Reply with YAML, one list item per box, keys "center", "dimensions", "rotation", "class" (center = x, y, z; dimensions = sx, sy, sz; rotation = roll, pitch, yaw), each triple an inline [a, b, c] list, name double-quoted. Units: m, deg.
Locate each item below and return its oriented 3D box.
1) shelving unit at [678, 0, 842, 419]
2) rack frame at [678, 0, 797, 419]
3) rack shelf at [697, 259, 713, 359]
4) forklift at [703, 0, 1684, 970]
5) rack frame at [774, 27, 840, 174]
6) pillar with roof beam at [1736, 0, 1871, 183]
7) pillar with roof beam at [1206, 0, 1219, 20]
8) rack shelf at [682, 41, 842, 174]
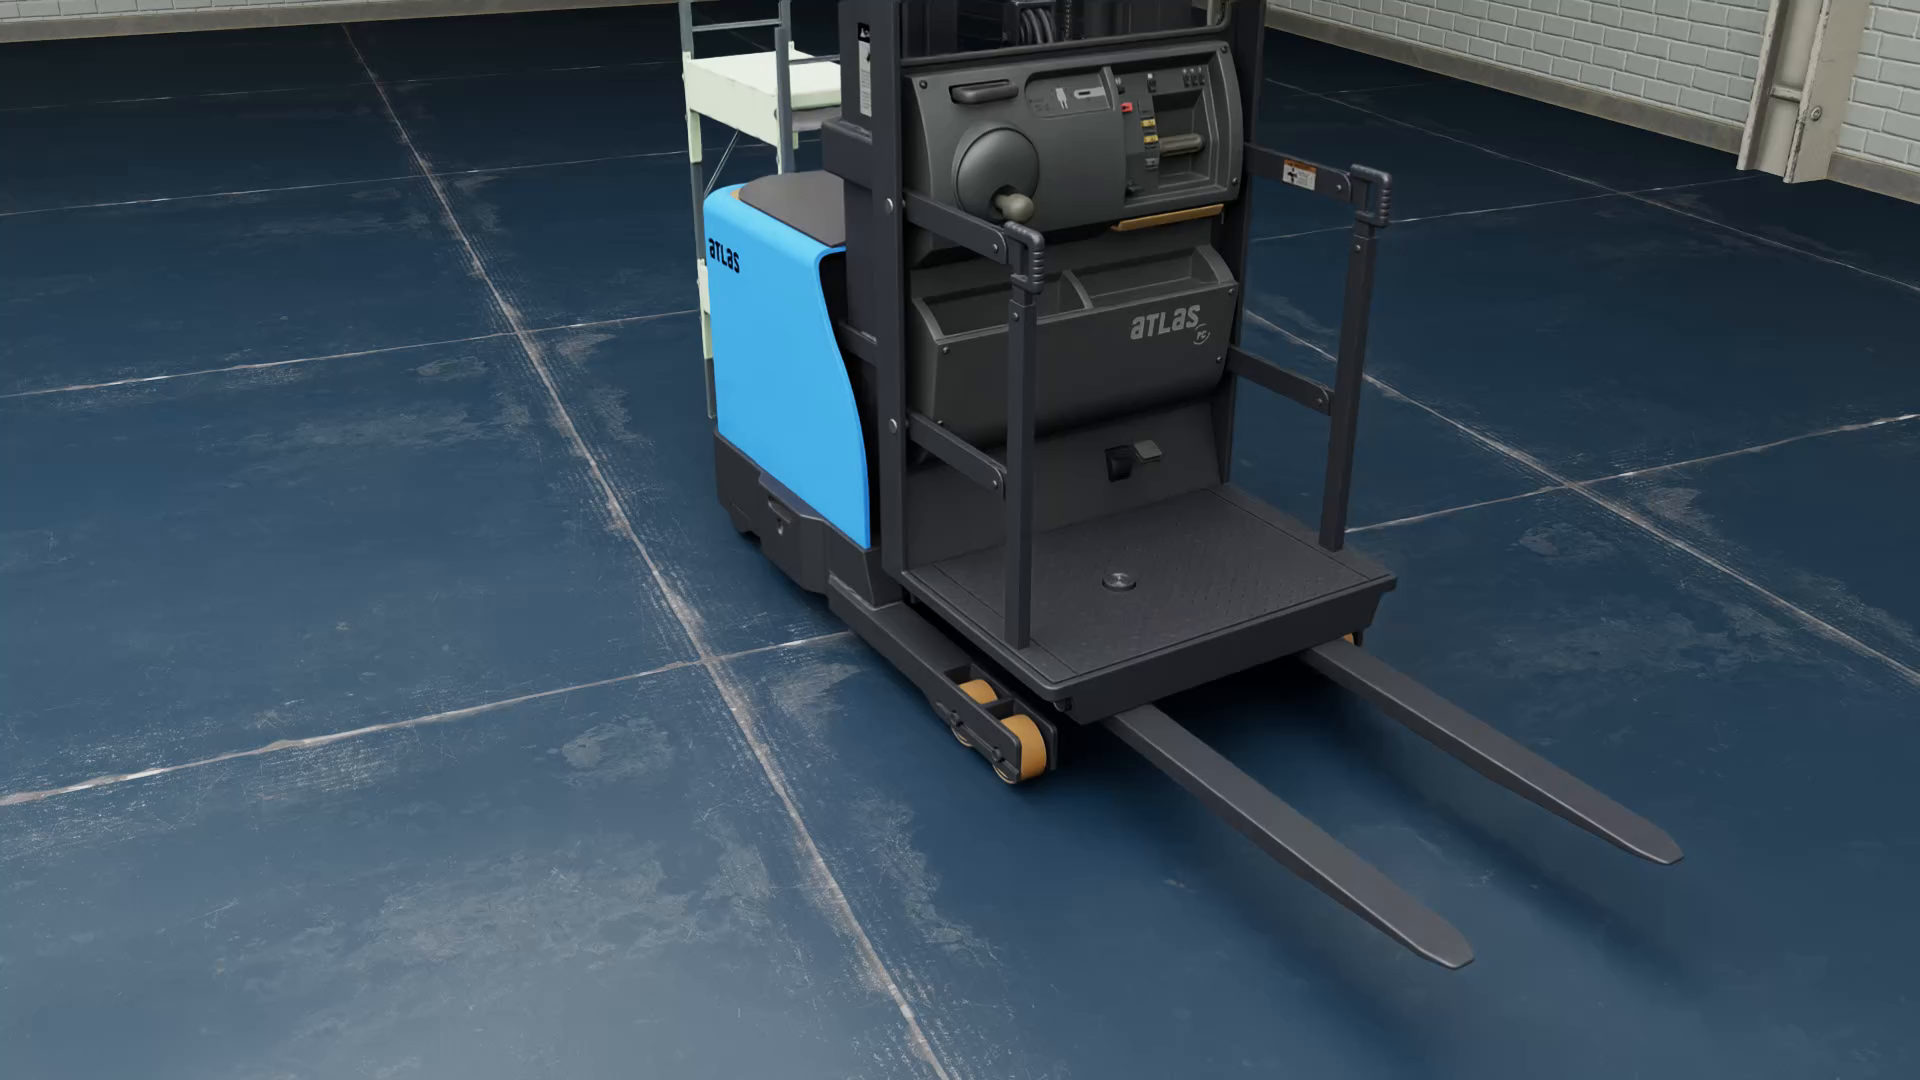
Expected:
- center: [-0.570, -1.035, 5.660]
  dimensions: [0.431, 1.500, 0.755]
  rotation: [-15, 30, -28]
  class: "shelving unit"
- center: [-0.761, -1.172, 5.941]
  dimensions: [0.400, 1.500, 0.023]
  rotation: [-15, 30, -28]
  class: "rack frame"
- center: [-0.570, -0.742, 5.803]
  dimensions: [0.431, 0.370, 0.720]
  rotation: [-15, 30, -28]
  class: "rack shelf"
- center: [0.417, -0.959, 3.874]
  dimensions: [1.130, 2.935, 3.031]
  rotation: [-15, 30, -28]
  class: "forklift"
- center: [-0.379, -0.898, 5.380]
  dimensions: [0.400, 1.500, 0.023]
  rotation: [-15, 30, -28]
  class: "rack frame"
- center: [0.776, -5.417, 6.089]
  dimensions: [9.100, 9.000, 0.400]
  rotation: [-11, 28, -21]
  class: "pillar with roof beam"
- center: [-1.574, -7.840, 11.050]
  dimensions: [9.100, 9.000, 0.400]
  rotation: [-11, 28, -21]
  class: "pillar with roof beam"
- center: [-0.570, -1.386, 5.489]
  dimensions: [0.431, 0.370, 0.720]
  rotation: [-15, 30, -28]
  class: "rack shelf"
